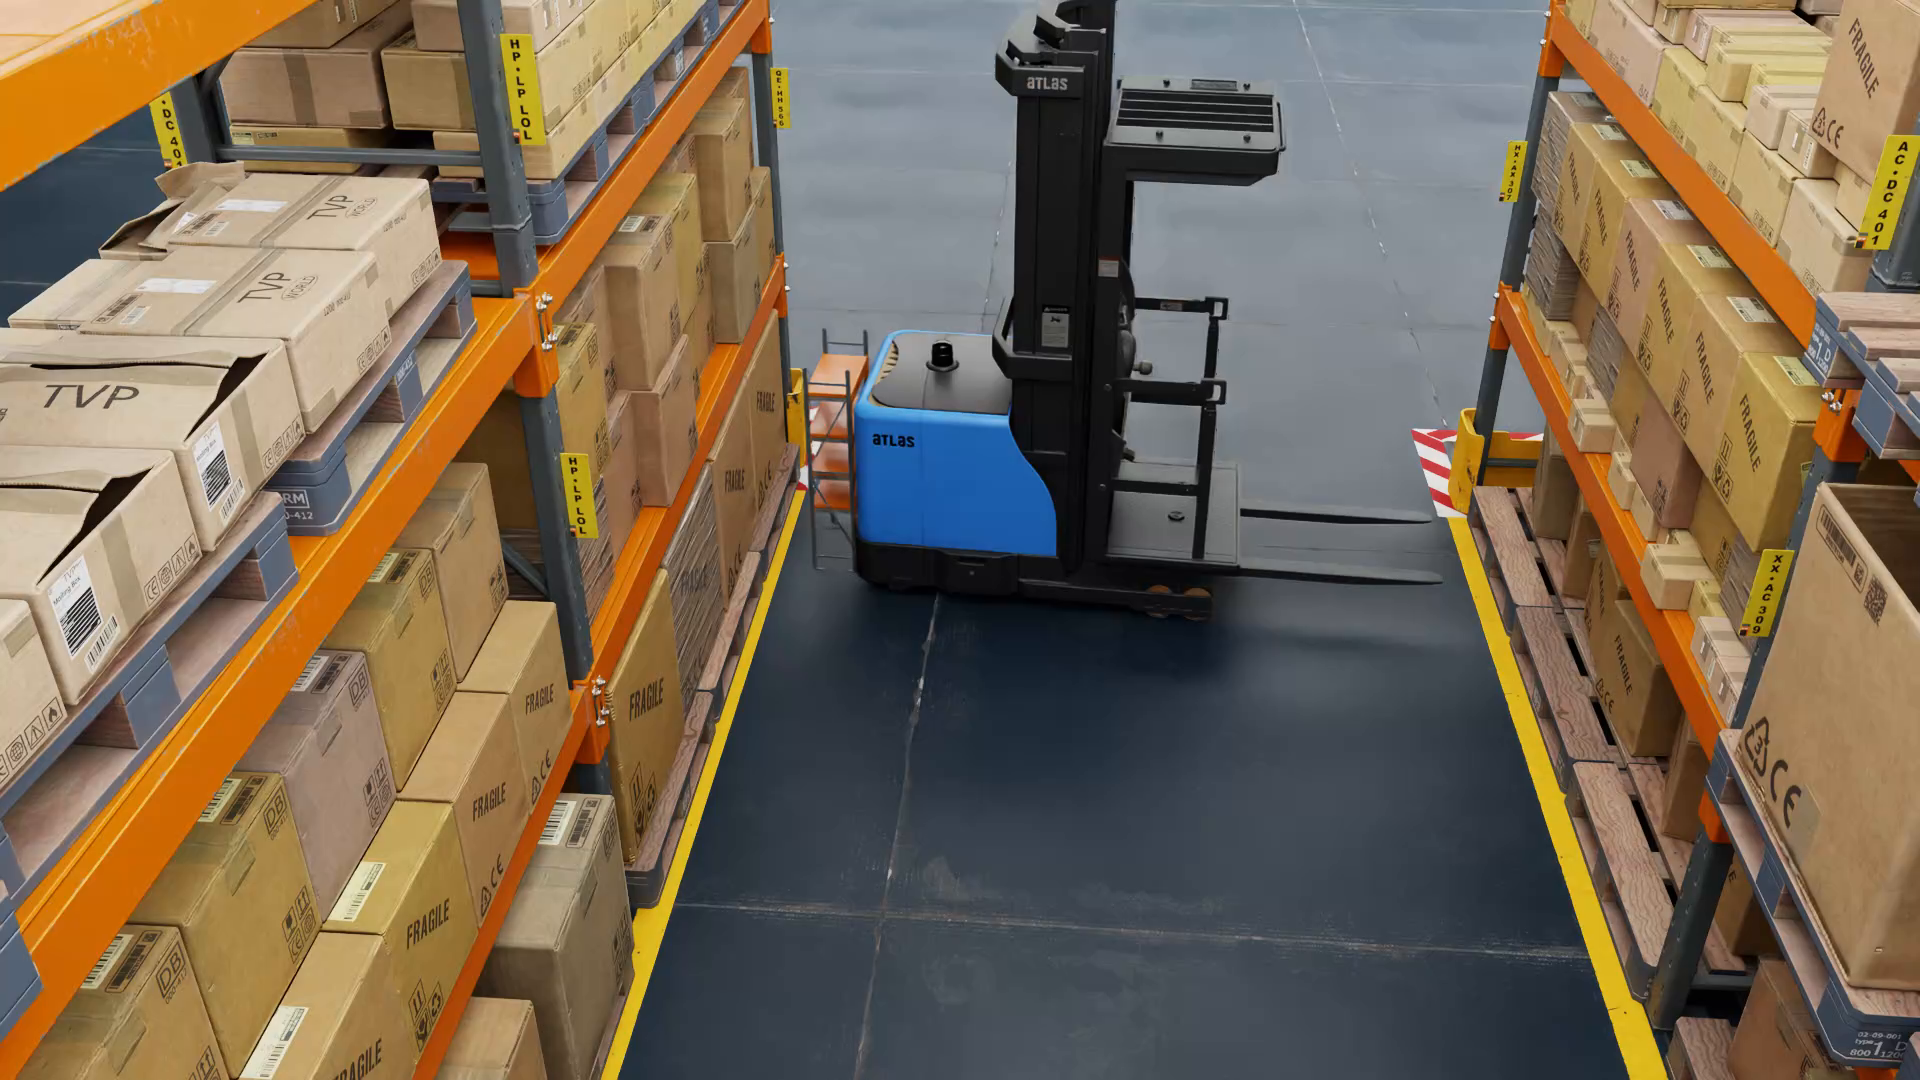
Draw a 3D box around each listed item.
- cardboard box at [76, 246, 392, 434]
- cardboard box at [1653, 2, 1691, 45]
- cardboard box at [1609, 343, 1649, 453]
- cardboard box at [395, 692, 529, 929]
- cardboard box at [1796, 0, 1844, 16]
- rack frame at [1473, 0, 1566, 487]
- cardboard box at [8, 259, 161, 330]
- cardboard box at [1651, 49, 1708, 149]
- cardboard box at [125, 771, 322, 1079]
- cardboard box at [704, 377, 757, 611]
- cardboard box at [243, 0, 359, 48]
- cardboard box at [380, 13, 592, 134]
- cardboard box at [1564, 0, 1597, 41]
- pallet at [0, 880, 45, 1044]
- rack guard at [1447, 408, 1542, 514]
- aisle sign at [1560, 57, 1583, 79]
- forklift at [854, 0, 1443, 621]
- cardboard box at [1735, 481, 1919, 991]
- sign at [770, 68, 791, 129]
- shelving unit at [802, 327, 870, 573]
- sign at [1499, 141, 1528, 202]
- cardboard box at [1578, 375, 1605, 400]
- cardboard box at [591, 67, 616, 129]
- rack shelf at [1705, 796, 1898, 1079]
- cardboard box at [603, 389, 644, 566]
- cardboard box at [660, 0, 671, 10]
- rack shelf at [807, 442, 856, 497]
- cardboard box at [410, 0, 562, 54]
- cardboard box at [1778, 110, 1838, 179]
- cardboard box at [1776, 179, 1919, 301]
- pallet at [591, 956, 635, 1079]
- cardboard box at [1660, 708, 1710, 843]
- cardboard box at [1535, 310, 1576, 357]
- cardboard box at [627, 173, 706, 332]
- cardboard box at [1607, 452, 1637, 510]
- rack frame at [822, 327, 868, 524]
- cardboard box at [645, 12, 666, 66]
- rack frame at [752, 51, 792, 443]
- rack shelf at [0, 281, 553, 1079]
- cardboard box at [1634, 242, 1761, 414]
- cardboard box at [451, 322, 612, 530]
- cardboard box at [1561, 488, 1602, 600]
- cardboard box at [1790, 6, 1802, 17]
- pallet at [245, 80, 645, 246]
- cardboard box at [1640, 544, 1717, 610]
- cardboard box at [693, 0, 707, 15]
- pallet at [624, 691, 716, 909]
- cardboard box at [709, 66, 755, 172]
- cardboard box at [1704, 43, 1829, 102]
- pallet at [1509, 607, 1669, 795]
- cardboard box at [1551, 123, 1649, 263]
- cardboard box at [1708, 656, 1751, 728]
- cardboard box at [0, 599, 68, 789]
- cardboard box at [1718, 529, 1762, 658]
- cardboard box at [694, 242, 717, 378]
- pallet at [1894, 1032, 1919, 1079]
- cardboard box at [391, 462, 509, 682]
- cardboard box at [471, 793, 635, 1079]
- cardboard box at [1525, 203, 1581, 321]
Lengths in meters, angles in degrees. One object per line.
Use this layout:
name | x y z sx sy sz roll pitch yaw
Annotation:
cardboard box | -1.708 -0.485 3.967 0.500 0.250 0.500 2 32 4
cardboard box | 3.042 -2.103 6.707 0.380 0.149 0.250 1 32 2
cardboard box | 3.305 -0.629 7.032 0.875 0.500 0.500 2 32 4
cardboard box | -1.644 0.800 4.998 0.500 0.500 0.500 2 32 3
cardboard box | 3.560 -2.371 6.523 0.500 0.500 0.500 2 32 4
rack frame | 3.434 -1.533 8.878 1.000 3.000 0.127 2 32 4
cardboard box | -2.158 -0.566 4.194 0.250 0.149 0.380 2 32 4
cardboard box | 3.020 -1.704 6.440 0.500 0.250 0.500 3 32 5
cardboard box | -1.985 0.883 3.910 0.700 0.500 0.500 2 32 3
cardboard box | -1.560 -0.254 8.428 0.875 0.875 0.875 2 32 3
cardboard box | -2.115 -1.642 5.180 0.380 0.149 0.250 2 32 4
cardboard box | -1.508 -1.511 5.347 0.500 0.250 0.500 3 32 4
cardboard box | 3.137 -2.505 7.740 0.500 0.250 0.500 3 32 5
pallet | -2.153 0.850 2.332 1.213 0.211 1.003 4 32 6
rack guard | 3.428 -0.429 9.470 1.175 0.500 0.348 2 32 4
aisle sign | 3.140 -2.685 8.270 0.394 0.787 0.004 2 32 4
forklift | 1.014 -1.130 8.291 3.031 2.935 1.130 4 32 7
cardboard box | 2.904 0.534 4.552 1.000 1.000 1.000 3 32 4
sign | -0.961 -2.361 8.892 0.100 0.325 0.005 2 32 4
shelving unit | -0.640 -0.474 8.875 0.258 1.200 0.503 4 32 7
sign | 2.894 -1.925 8.689 0.100 0.325 0.005 2 32 4
cardboard box | 3.078 -0.633 7.658 0.380 0.149 0.250 2 32 4
cardboard box | -1.417 -1.539 5.773 0.380 0.149 0.250 2 32 4
rack shelf | 2.946 1.911 3.976 1.077 0.370 4.000 2 32 4
cardboard box | -1.786 -0.252 6.657 0.875 0.550 0.550 2 32 4
cardboard box | -1.387 -2.303 6.633 0.500 0.250 0.500 3 32 4
rack shelf | -0.640 -0.417 8.911 0.258 0.148 0.480 4 32 7
cardboard box | -1.458 -1.613 5.132 0.380 0.149 0.250 3 32 4
cardboard box | 2.894 -1.277 5.367 0.380 0.149 0.250 1 32 2
cardboard box | 2.886 -0.904 5.142 0.500 0.250 0.500 4 32 6
pallet | -1.814 1.888 5.985 1.003 0.211 1.213 2 32 4
cardboard box | 3.220 0.937 6.853 0.500 0.500 0.500 13 34 19
cardboard box | 3.099 -1.027 8.297 0.380 0.149 0.250 2 32 4
cardboard box | -1.617 -1.268 7.275 0.875 0.550 0.500 2 32 4
cardboard box | 2.970 -0.243 7.025 0.380 0.149 0.250 2 32 4
rack frame | -0.607 -0.601 9.081 0.240 1.200 0.015 4 32 7
cardboard box | -1.356 -1.939 6.422 0.380 0.149 0.250 2 32 4
rack frame | -1.501 -1.798 9.308 1.000 3.000 0.127 2 32 4
rack shelf | -1.989 0.369 3.619 1.077 0.370 4.000 2 32 4
cardboard box | 2.952 -0.806 6.367 0.500 0.500 0.500 2 32 4
cardboard box | -1.762 -0.421 5.902 0.875 0.550 0.550 2 32 4
cardboard box | 3.352 -0.008 8.386 0.500 0.500 0.500 11 33 17
cardboard box | 3.531 -2.222 6.900 0.380 0.149 0.250 3 32 5
pallet | -1.750 -1.373 5.844 1.003 0.211 1.213 2 32 4
cardboard box | 2.852 0.147 6.392 0.380 0.149 0.250 2 32 4
cardboard box | -1.294 -2.336 7.067 0.380 0.149 0.250 3 32 4
pallet | -1.687 1.087 7.285 1.003 0.211 1.213 2 32 4
cardboard box | -1.570 -2.129 8.673 0.875 0.550 0.550 2 32 4
cardboard box | 2.949 -1.696 6.047 0.380 0.149 0.250 4 32 6
pallet | 3.225 0.753 7.826 1.003 0.211 1.213 2 32 4
cardboard box | 3.070 -1.591 7.640 0.500 0.500 0.500 2 32 4
cardboard box | 2.833 0.541 5.753 0.380 0.149 0.250 2 32 4
cardboard box | -1.833 0.320 2.660 0.500 0.250 0.500 3 32 5
cardboard box | 3.207 0.157 5.758 0.875 0.500 0.500 2 32 4
cardboard box | -1.680 -1.089 8.016 0.875 0.550 0.550 2 32 4
pallet | 2.903 1.695 3.823 1.003 0.211 1.213 2 32 4
cardboard box | -1.861 0.086 5.204 0.700 0.500 0.500 2 32 3
cardboard box | -1.788 1.401 5.861 1.050 0.750 0.750 2 32 4
cardboard box | 3.362 -1.416 8.309 0.875 0.500 0.500 2 32 4
